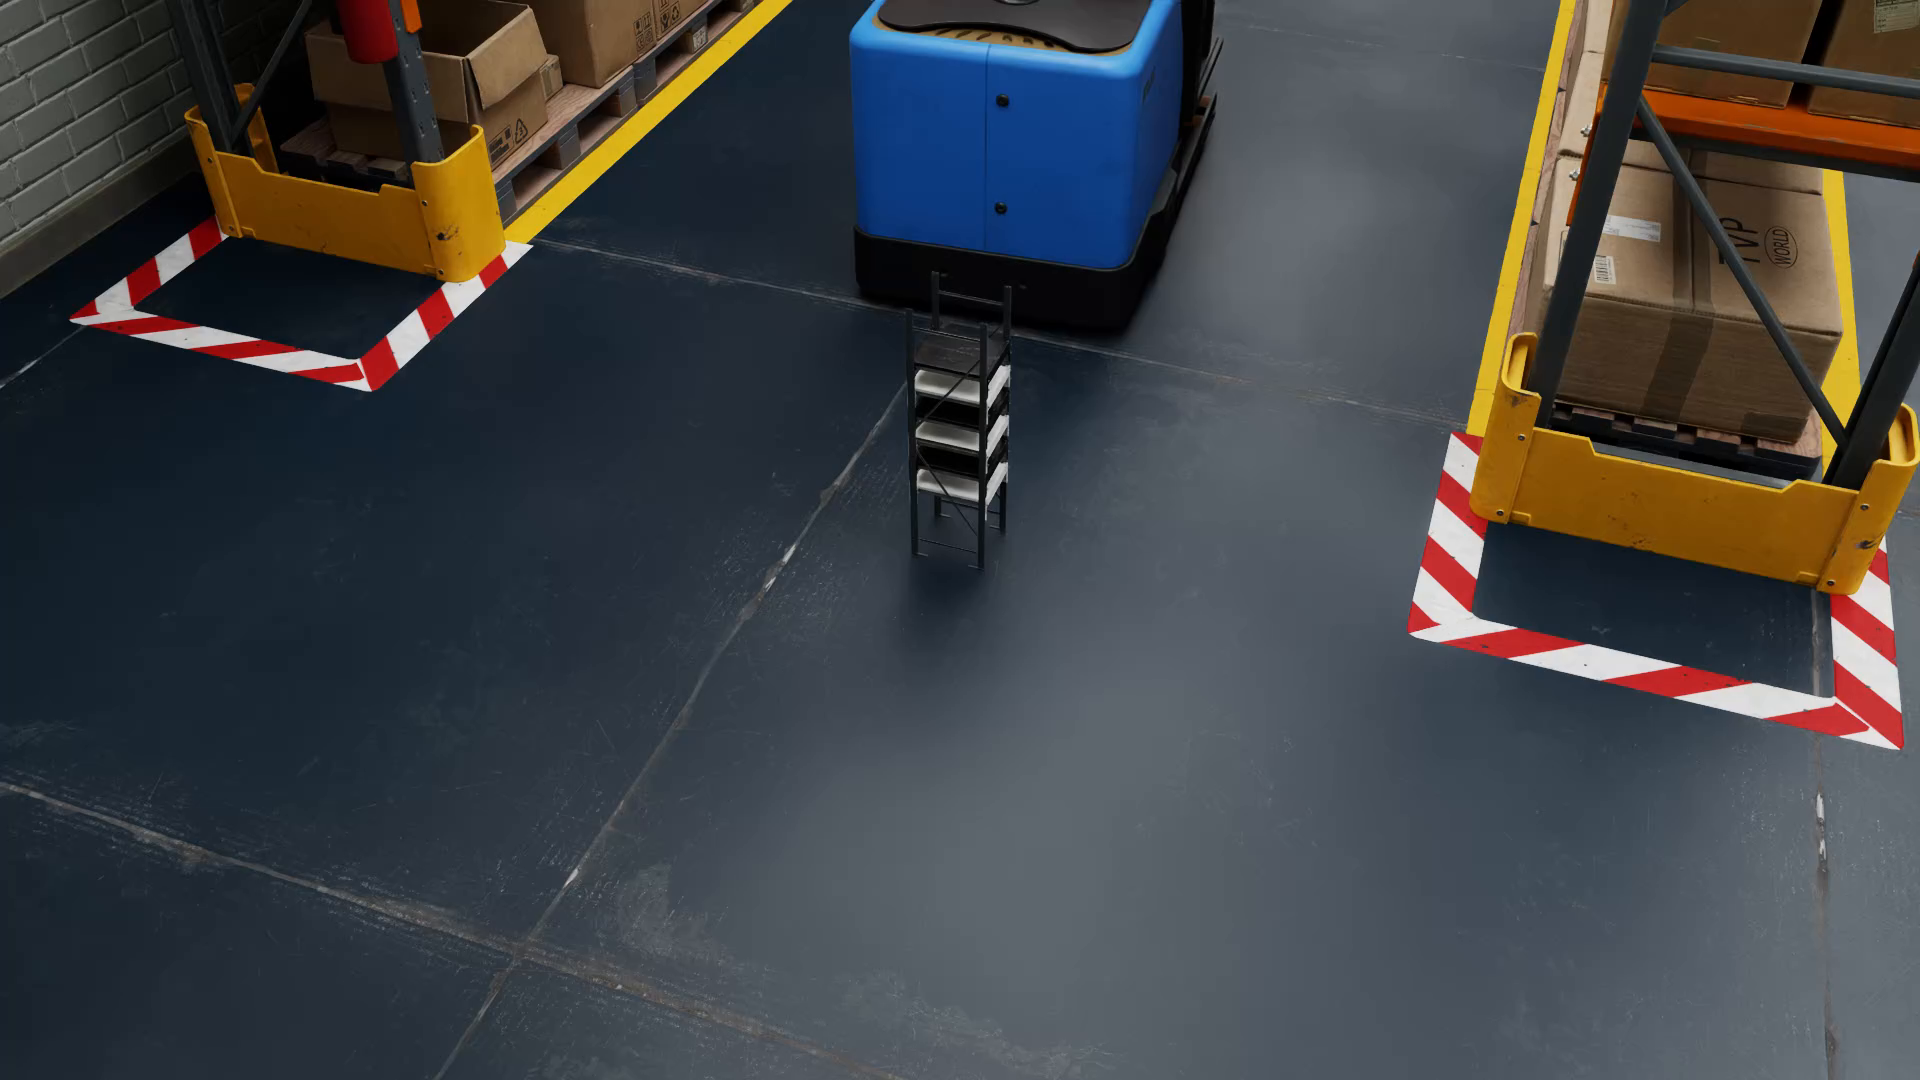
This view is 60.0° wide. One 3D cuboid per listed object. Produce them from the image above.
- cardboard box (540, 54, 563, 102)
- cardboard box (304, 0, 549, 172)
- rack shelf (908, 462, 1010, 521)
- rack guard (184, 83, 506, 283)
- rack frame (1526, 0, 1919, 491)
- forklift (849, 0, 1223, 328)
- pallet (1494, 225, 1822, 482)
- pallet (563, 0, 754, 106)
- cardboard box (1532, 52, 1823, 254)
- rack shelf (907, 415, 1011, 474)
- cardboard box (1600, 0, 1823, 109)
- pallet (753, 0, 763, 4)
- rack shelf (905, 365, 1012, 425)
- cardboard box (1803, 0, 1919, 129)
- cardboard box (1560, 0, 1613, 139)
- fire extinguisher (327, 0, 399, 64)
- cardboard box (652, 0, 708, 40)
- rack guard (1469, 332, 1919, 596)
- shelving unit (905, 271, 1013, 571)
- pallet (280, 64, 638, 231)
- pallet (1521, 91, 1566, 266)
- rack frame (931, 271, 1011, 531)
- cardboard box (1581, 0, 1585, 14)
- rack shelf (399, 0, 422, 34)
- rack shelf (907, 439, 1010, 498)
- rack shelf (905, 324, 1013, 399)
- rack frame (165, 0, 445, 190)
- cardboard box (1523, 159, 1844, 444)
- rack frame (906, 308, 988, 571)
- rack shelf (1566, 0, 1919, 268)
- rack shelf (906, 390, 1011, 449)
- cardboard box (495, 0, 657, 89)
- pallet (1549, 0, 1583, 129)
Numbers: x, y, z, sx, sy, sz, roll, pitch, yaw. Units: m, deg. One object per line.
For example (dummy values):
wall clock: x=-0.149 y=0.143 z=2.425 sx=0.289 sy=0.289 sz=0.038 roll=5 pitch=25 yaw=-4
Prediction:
cardboard box: x=-1.941 y=-1.986 z=7.140 sx=0.380 sy=0.149 sz=0.250 roll=12 pitch=42 yaw=13
cardboard box: x=-2.123 y=-1.870 z=6.731 sx=0.797 sy=0.503 sz=0.637 roll=12 pitch=42 yaw=13
rack shelf: x=-0.003 y=-0.175 z=5.091 sx=0.258 sy=0.077 sz=0.200 roll=13 pitch=42 yaw=15
rack guard: x=-2.395 y=-1.404 z=6.510 sx=1.175 sy=0.500 sz=0.348 roll=13 pitch=42 yaw=15
rack frame: x=2.245 y=-1.209 z=4.356 sx=1.000 sy=3.000 sz=0.127 roll=13 pitch=42 yaw=15
forklift: x=0.504 y=-2.852 z=6.335 sx=1.130 sy=2.935 sz=3.031 roll=11 pitch=42 yaw=12
pallet: x=2.445 y=-0.653 z=5.853 sx=1.003 sy=0.211 sz=1.213 roll=13 pitch=42 yaw=15
pallet: x=-1.704 y=-2.522 z=8.043 sx=1.003 sy=0.211 sz=1.213 roll=13 pitch=42 yaw=15
cardboard box: x=2.682 y=-1.379 z=6.205 sx=0.875 sy=0.438 sz=0.875 roll=14 pitch=43 yaw=16
rack shelf: x=-0.003 y=-0.312 z=4.974 sx=0.258 sy=0.077 sz=0.200 roll=13 pitch=42 yaw=15
cardboard box: x=2.161 y=-1.600 z=4.737 sx=0.500 sy=0.500 sz=0.500 roll=14 pitch=42 yaw=15
pallet: x=-1.289 y=-3.268 z=8.918 sx=1.003 sy=0.211 sz=1.213 roll=13 pitch=42 yaw=15
rack shelf: x=-0.003 y=-0.449 z=4.857 sx=0.258 sy=0.077 sz=0.200 roll=13 pitch=42 yaw=15
cardboard box: x=2.679 y=-1.476 z=4.592 sx=0.500 sy=0.500 sz=0.500 roll=13 pitch=42 yaw=15
cardboard box: x=2.992 y=-1.928 z=6.850 sx=0.875 sy=0.438 sz=0.875 roll=12 pitch=42 yaw=14
fire extinguisher: x=-2.037 y=-1.945 z=5.565 sx=0.296 sy=0.674 sz=0.183 roll=13 pitch=42 yaw=15
cardboard box: x=-1.519 y=-2.682 z=7.685 sx=0.500 sy=0.500 sz=0.500 roll=14 pitch=42 yaw=16
rack guard: x=2.237 y=-0.243 z=5.150 sx=1.175 sy=0.500 sz=0.348 roll=13 pitch=42 yaw=15
shelving unit: x=-0.003 y=-0.337 z=4.952 sx=0.258 sy=0.900 sz=0.210 roll=13 pitch=42 yaw=15
pallet: x=-2.123 y=-1.780 z=7.174 sx=1.003 sy=0.211 sz=1.213 roll=13 pitch=42 yaw=15
pallet: x=2.864 y=-1.395 z=6.722 sx=1.003 sy=0.211 sz=1.213 roll=13 pitch=42 yaw=15
rack frame: x=0.032 y=-0.399 z=5.025 sx=0.240 sy=0.900 sz=0.006 roll=13 pitch=42 yaw=15
cardboard box: x=3.297 y=-2.474 z=7.490 sx=0.875 sy=0.438 sz=0.875 roll=13 pitch=42 yaw=14
rack shelf: x=-1.737 y=-3.254 z=7.308 sx=1.077 sy=0.370 sz=4.000 roll=13 pitch=42 yaw=15
rack shelf: x=-0.003 y=-0.244 z=5.032 sx=0.258 sy=0.077 sz=0.200 roll=13 pitch=42 yaw=15
rack shelf: x=-0.003 y=-0.517 z=4.799 sx=0.258 sy=0.077 sz=0.200 roll=13 pitch=42 yaw=15
rack frame: x=-2.421 y=-2.308 z=5.644 sx=1.000 sy=3.000 sz=0.127 roll=13 pitch=42 yaw=15
cardboard box: x=2.377 y=-0.819 z=5.549 sx=0.875 sy=0.438 sz=0.875 roll=12 pitch=42 yaw=14
rack frame: x=-0.038 y=-0.275 z=4.879 sx=0.240 sy=0.900 sz=0.006 roll=13 pitch=42 yaw=15
rack shelf: x=2.929 y=-2.155 z=6.019 sx=1.077 sy=0.370 sz=4.000 roll=13 pitch=42 yaw=15
rack shelf: x=-0.003 y=-0.381 z=4.915 sx=0.258 sy=0.077 sz=0.200 roll=13 pitch=42 yaw=15
cardboard box: x=-1.794 y=-2.382 z=7.333 sx=0.700 sy=0.500 sz=0.500 roll=15 pitch=43 yaw=17
pallet: x=3.279 y=-2.141 z=7.597 sx=1.003 sy=0.211 sz=1.213 roll=13 pitch=42 yaw=15
